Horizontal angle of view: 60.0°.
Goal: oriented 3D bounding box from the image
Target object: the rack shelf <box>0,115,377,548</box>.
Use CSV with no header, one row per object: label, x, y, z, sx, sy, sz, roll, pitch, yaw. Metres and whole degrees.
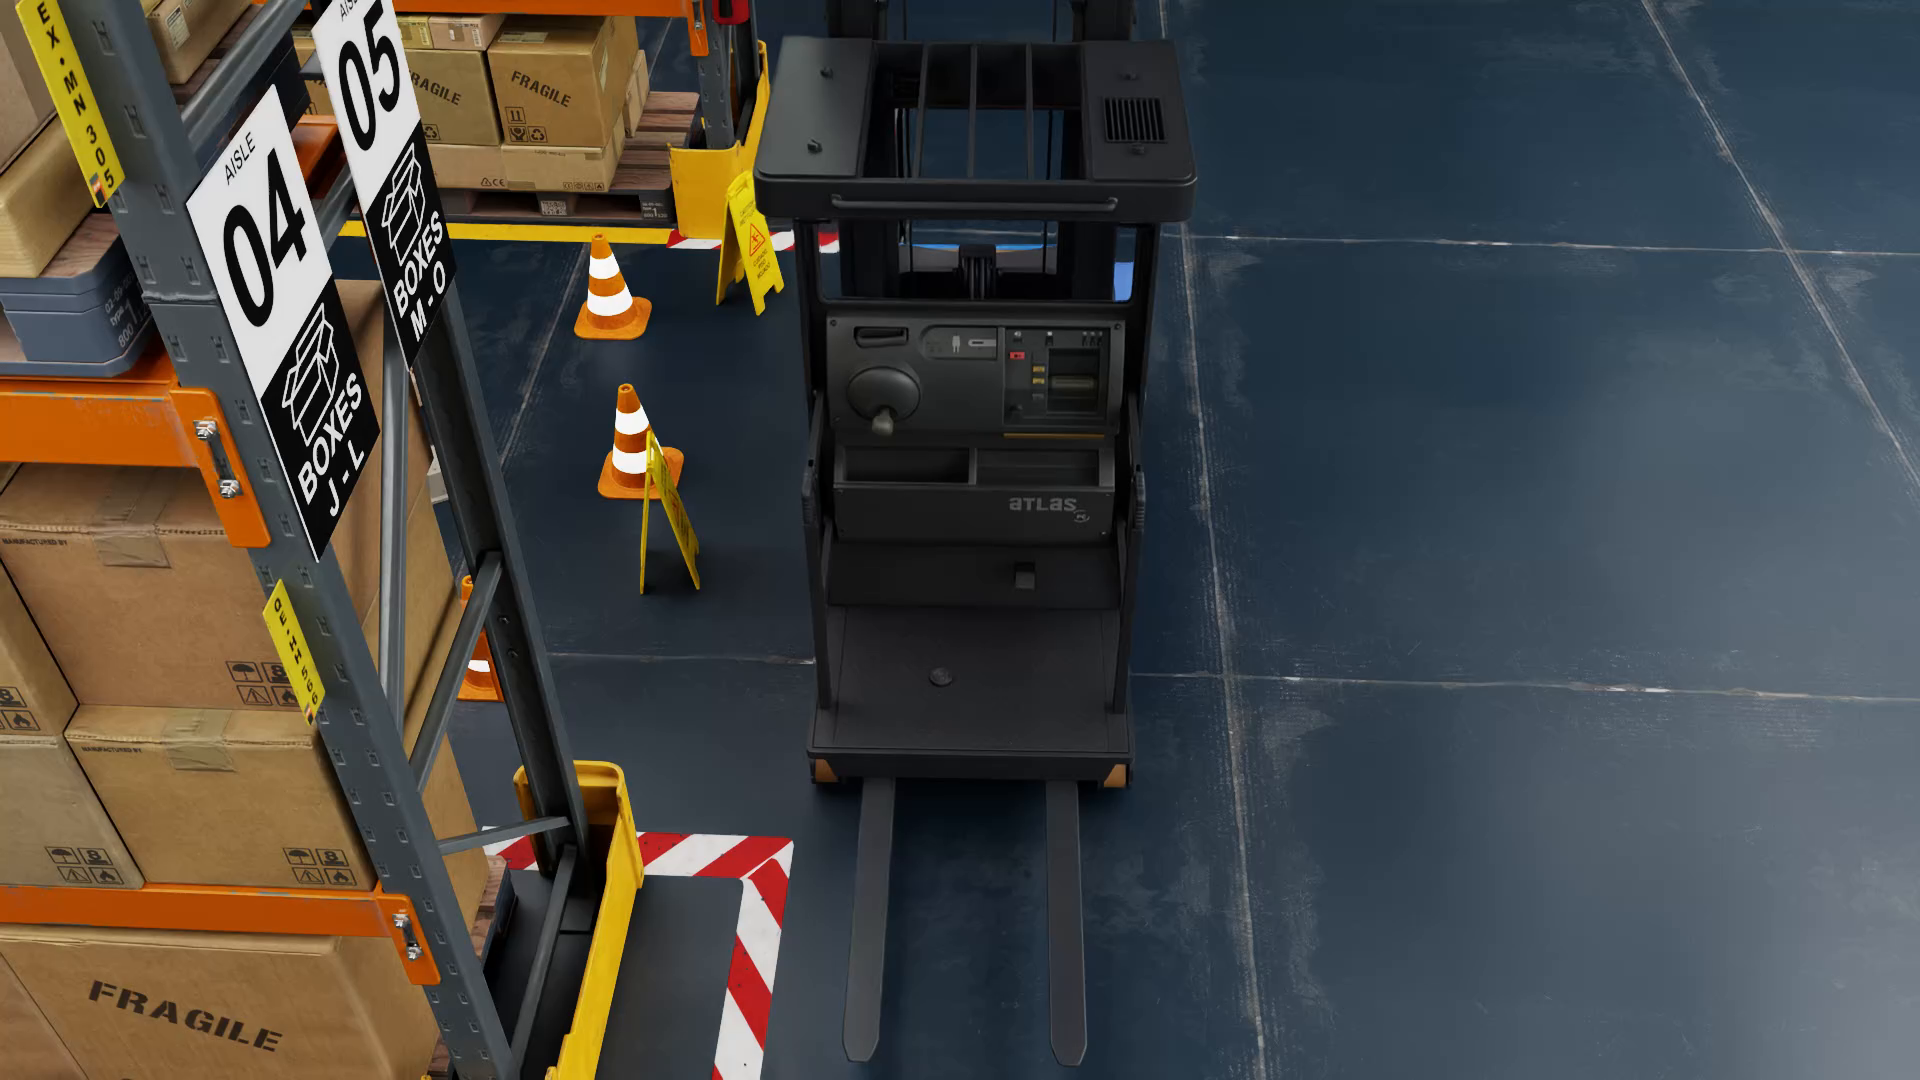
rack shelf,-3.272,-0.530,3.446,4.000,0.370,1.077,2,43,2

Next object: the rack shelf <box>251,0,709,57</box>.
rack shelf,-3.150,-2.807,8.090,4.000,0.370,1.077,2,43,2

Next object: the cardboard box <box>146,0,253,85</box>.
cardboard box,-1.602,-1.059,3.289,0.250,0.149,0.380,2,43,2

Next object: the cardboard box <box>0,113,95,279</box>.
cardboard box,-1.621,-0.610,2.806,0.250,0.149,0.380,2,43,2

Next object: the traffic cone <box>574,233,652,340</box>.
traffic cone,-1.640,-1.215,7.715,0.334,0.463,0.336,2,43,2

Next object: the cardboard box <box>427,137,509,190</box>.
cardboard box,-2.489,-2.019,8.426,0.500,0.250,0.500,2,43,2

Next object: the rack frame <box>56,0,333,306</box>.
rack frame,-1.274,-1.830,2.112,0.127,3.000,1.000,2,43,2

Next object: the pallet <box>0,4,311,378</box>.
pallet,-2.016,-0.715,3.182,1.213,0.211,1.003,2,43,2

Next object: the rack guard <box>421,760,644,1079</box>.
rack guard,-1.250,1.281,5.008,0.348,0.500,1.175,2,43,2

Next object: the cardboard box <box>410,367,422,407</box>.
cardboard box,-2.552,-0.630,7.317,0.250,0.149,0.380,24,48,23

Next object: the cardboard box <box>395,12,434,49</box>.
cardboard box,-2.585,-2.490,7.906,0.250,0.149,0.380,2,43,3

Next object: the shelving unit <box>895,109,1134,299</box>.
shelving unit,0.253,-1.107,6.838,1.048,1.500,0.538,2,43,3

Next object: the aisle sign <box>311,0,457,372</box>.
aisle sign,-1.190,-0.788,3.488,0.004,0.787,0.394,2,43,2

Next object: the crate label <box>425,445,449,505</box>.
crate label,-2.138,-0.311,6.984,0.298,0.136,0.250,-19,46,-20

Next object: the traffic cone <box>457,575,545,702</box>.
traffic cone,-1.741,0.310,6.077,0.334,0.463,0.336,2,43,2

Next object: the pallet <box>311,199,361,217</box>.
pallet,-3.253,-2.079,8.827,1.213,0.211,1.003,2,43,2

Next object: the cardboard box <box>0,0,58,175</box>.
cardboard box,-1.776,-0.801,2.719,0.500,0.250,0.500,2,43,2

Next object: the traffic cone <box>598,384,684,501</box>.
traffic cone,-1.350,-0.449,6.892,0.334,0.463,0.336,2,43,2

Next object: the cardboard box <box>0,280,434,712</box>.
cardboard box,-1.643,-0.122,3.779,0.550,0.550,0.875,2,43,2

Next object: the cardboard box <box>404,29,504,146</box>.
cardboard box,-2.486,-2.291,8.168,0.500,0.500,0.500,3,43,3

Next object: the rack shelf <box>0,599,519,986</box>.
rack shelf,-3.272,0.567,4.468,4.000,0.370,1.077,2,43,2

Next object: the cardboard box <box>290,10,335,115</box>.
cardboard box,-2.989,-2.311,8.190,0.500,0.500,0.500,1,43,1

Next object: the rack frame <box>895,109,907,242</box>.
rack frame,-0.254,-1.128,6.861,0.032,1.500,0.500,2,43,3

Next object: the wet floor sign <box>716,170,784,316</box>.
wet floor sign,-1.010,-1.413,7.793,0.232,0.644,0.267,16,45,16

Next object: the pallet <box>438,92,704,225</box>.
pallet,-2.038,-2.039,8.784,1.213,0.211,1.003,2,43,2

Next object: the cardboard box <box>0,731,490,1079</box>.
cardboard box,-1.954,1.013,4.712,0.875,0.875,0.875,2,43,2

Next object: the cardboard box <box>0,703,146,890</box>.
cardboard box,-2.197,0.328,4.087,0.550,0.550,0.875,2,43,2

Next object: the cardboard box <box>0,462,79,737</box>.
cardboard box,-2.197,-0.076,3.729,0.550,0.550,0.875,2,43,2

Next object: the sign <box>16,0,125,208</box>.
sign,-1.312,-0.658,2.464,0.005,0.325,0.100,2,43,2

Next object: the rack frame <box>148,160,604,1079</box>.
rack frame,-1.274,0.365,4.157,0.127,3.000,1.000,2,43,2

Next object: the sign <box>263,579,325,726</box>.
sign,-1.312,0.224,3.286,0.005,0.325,0.100,2,43,2

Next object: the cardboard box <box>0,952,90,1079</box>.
cardboard box,-2.834,0.988,4.740,0.875,0.875,0.875,1,43,1

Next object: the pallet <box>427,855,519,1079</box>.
pallet,-2.076,1.414,5.077,1.213,0.211,1.003,2,43,2

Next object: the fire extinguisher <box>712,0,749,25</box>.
fire extinguisher,-1.058,-2.663,7.465,0.183,0.674,0.296,2,43,2

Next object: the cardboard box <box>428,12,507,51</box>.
cardboard box,-2.334,-2.480,7.895,0.250,0.149,0.380,3,43,3

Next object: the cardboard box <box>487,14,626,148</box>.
cardboard box,-1.964,-2.277,8.153,0.500,0.500,0.500,2,43,2

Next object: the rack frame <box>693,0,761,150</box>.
rack frame,-1.152,-3.008,7.779,0.127,3.000,1.000,2,43,2

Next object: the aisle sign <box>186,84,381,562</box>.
aisle sign,-1.217,-0.379,3.049,0.004,0.787,0.394,2,43,2

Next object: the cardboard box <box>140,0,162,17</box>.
cardboard box,-1.745,-1.166,3.111,0.500,0.250,0.500,2,43,2

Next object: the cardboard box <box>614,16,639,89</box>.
cardboard box,-1.969,-2.644,8.546,0.500,0.500,0.500,0,43,0

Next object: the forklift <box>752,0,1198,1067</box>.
forklift,0.045,-0.429,5.061,1.130,2.935,3.031,1,43,1

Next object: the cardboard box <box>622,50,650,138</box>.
cardboard box,-1.945,-2.369,8.802,0.500,0.250,0.500,1,43,2

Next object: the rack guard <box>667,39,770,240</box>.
rack guard,-1.228,-2.096,8.633,0.348,0.500,1.175,2,43,2

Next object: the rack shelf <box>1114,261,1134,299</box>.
rack shelf,0.253,-0.975,6.960,1.000,0.185,0.538,2,43,3

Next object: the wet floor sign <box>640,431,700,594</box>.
wet floor sign,-1.156,-0.121,6.406,0.232,0.644,0.267,-5,43,-5

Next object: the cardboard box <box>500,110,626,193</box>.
cardboard box,-1.996,-1.998,8.404,0.500,0.250,0.500,2,43,2

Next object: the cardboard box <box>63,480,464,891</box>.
cardboard box,-1.647,0.330,4.085,0.550,0.550,0.875,2,43,2
